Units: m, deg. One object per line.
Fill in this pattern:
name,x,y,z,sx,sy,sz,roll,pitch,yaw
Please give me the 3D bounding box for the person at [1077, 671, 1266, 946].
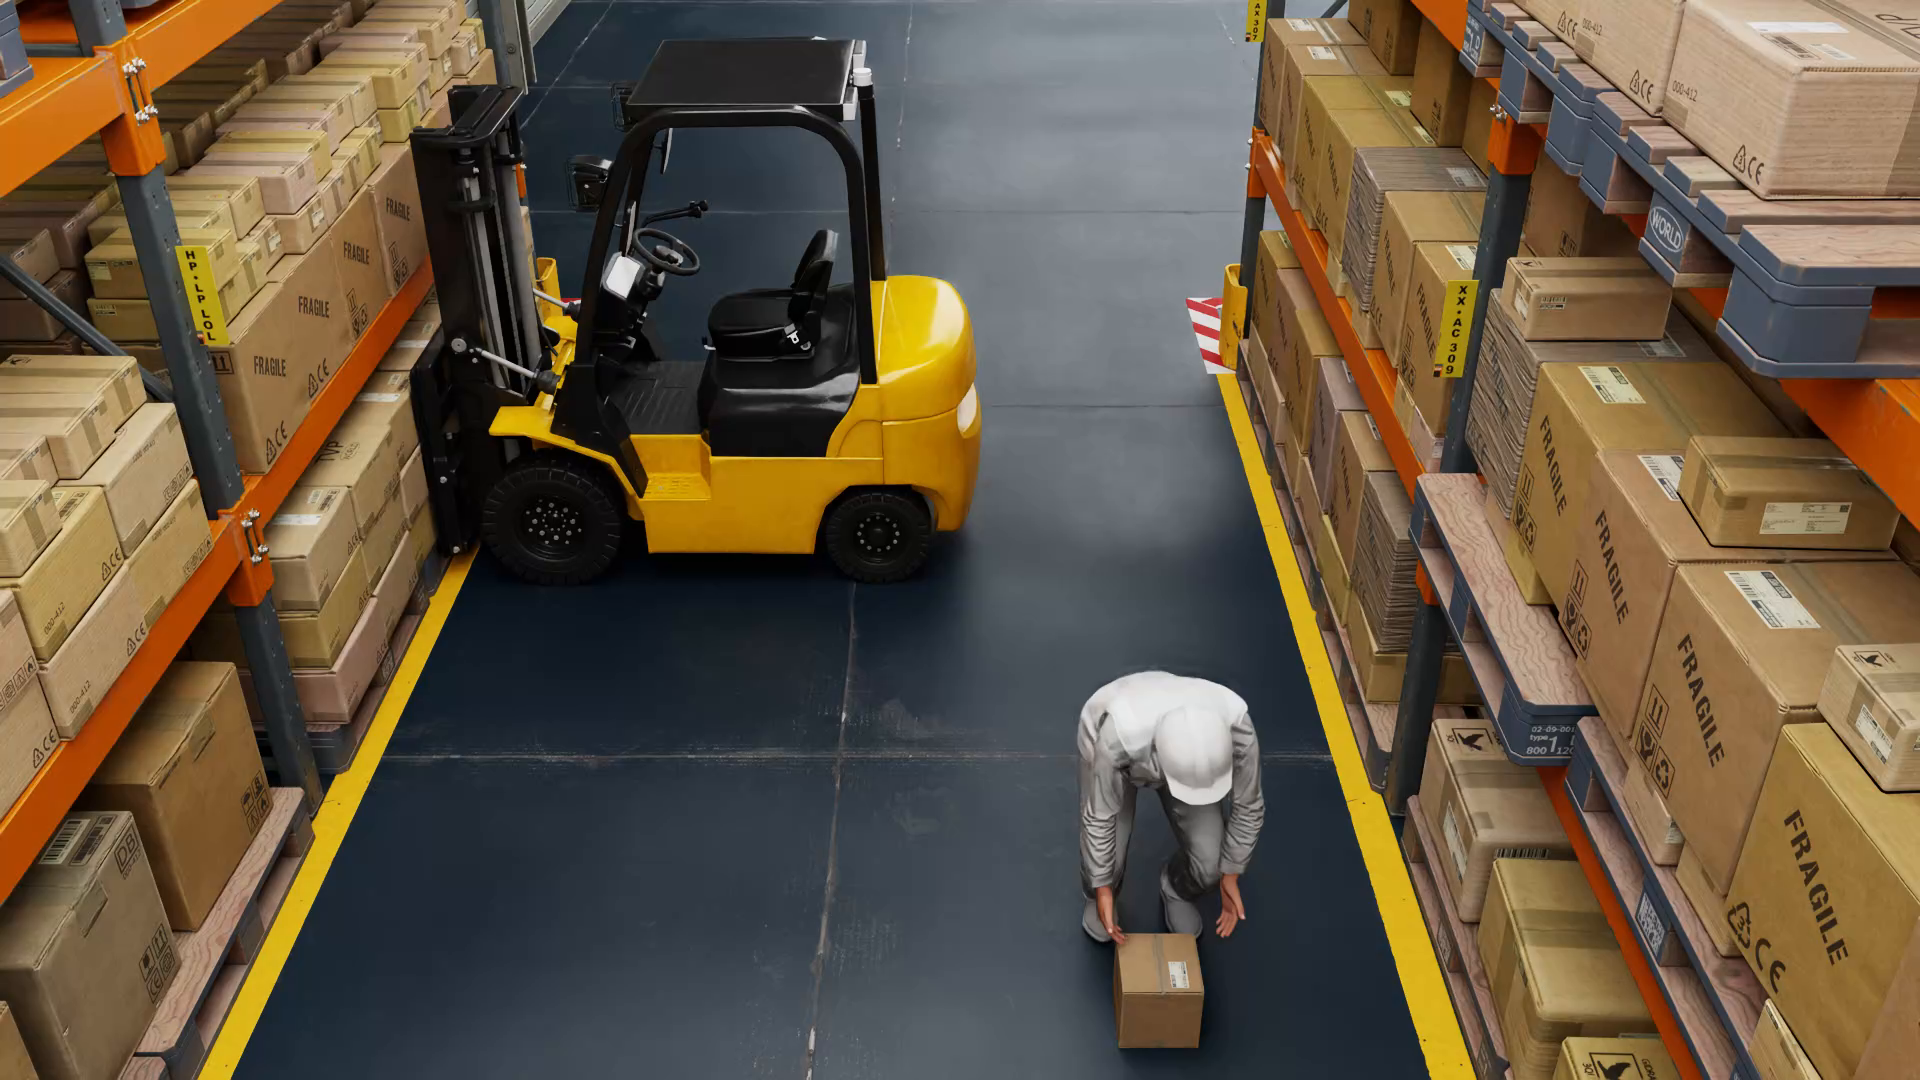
person,0.659,0.831,5.315,0.568,1.182,0.861,-1,31,-1
